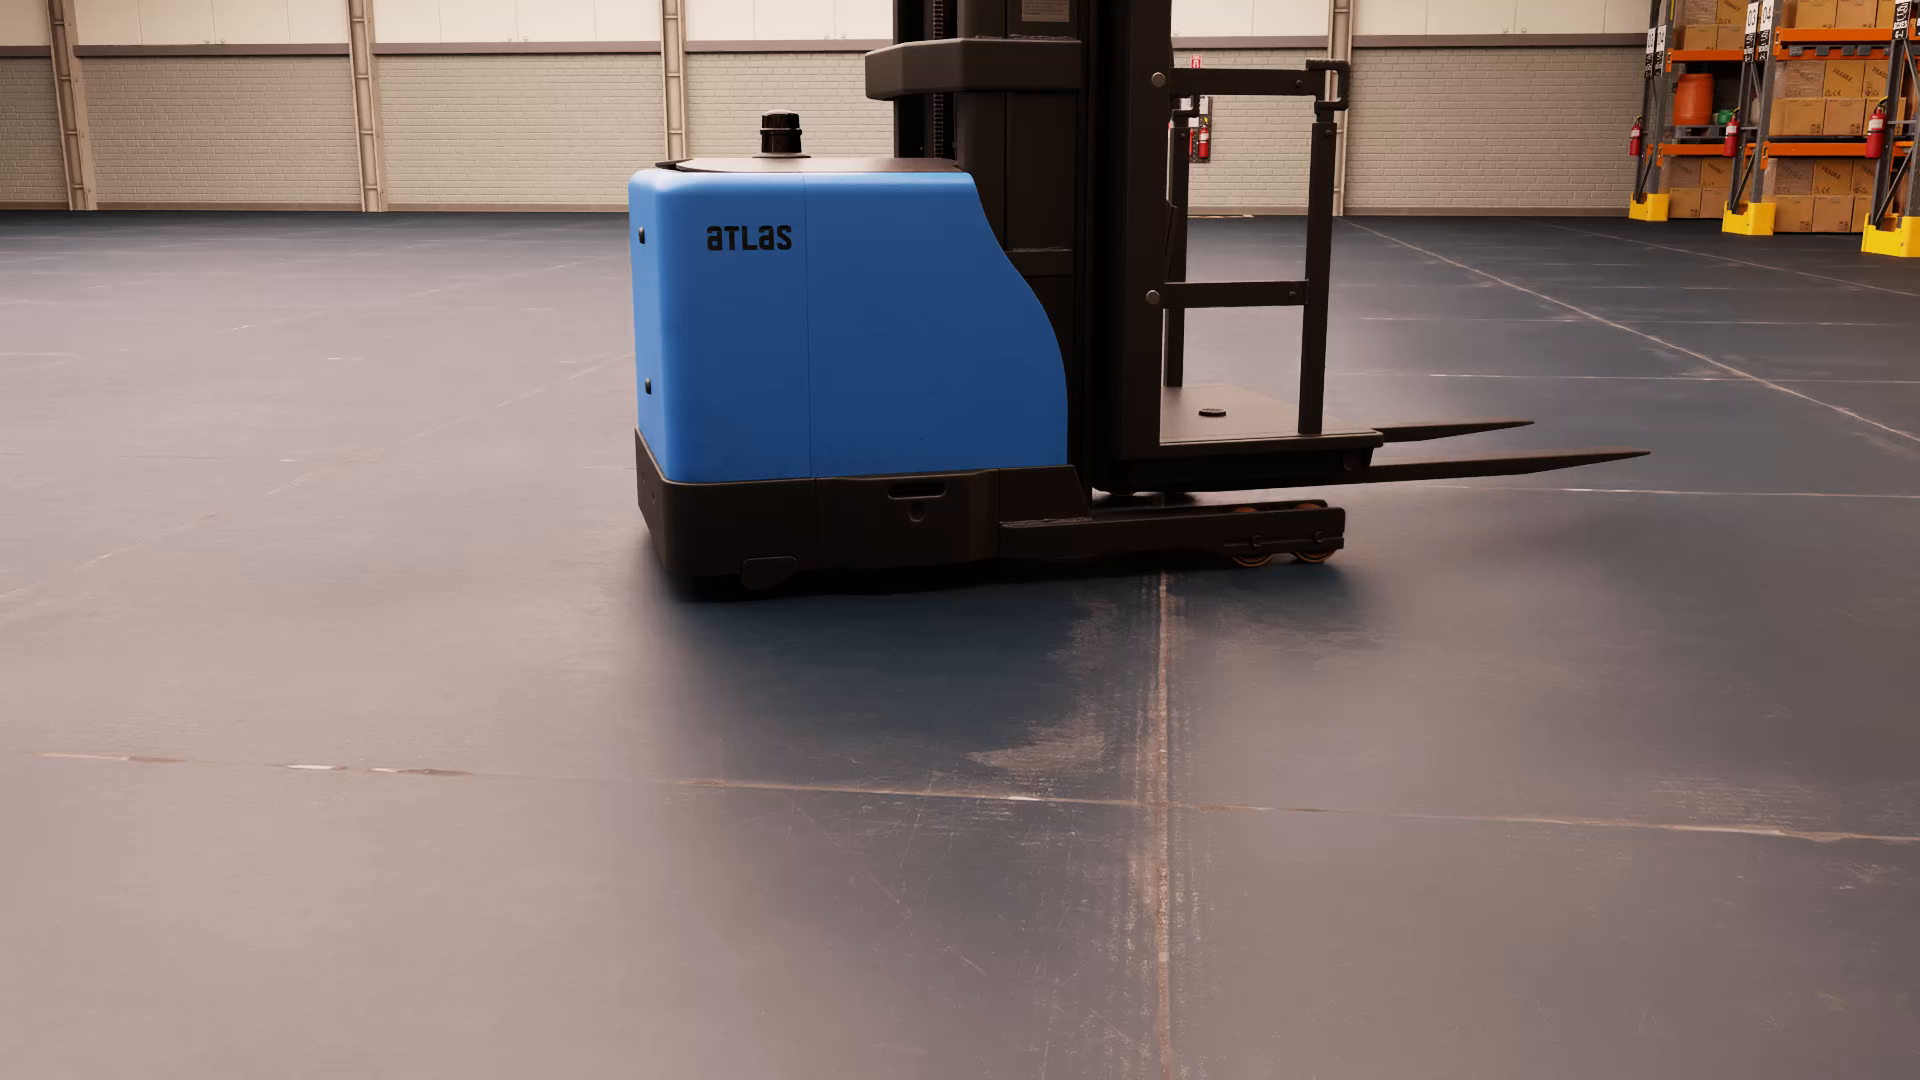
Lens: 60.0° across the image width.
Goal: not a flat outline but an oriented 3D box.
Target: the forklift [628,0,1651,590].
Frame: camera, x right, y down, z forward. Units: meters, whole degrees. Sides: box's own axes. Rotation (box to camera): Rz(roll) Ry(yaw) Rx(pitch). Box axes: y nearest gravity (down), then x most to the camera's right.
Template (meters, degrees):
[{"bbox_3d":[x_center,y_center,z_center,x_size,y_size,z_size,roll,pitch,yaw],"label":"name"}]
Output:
[{"bbox_3d":[0.587,-1.464,4.770,3.031,2.935,1.130,-4,14,-15],"label":"forklift"}]
